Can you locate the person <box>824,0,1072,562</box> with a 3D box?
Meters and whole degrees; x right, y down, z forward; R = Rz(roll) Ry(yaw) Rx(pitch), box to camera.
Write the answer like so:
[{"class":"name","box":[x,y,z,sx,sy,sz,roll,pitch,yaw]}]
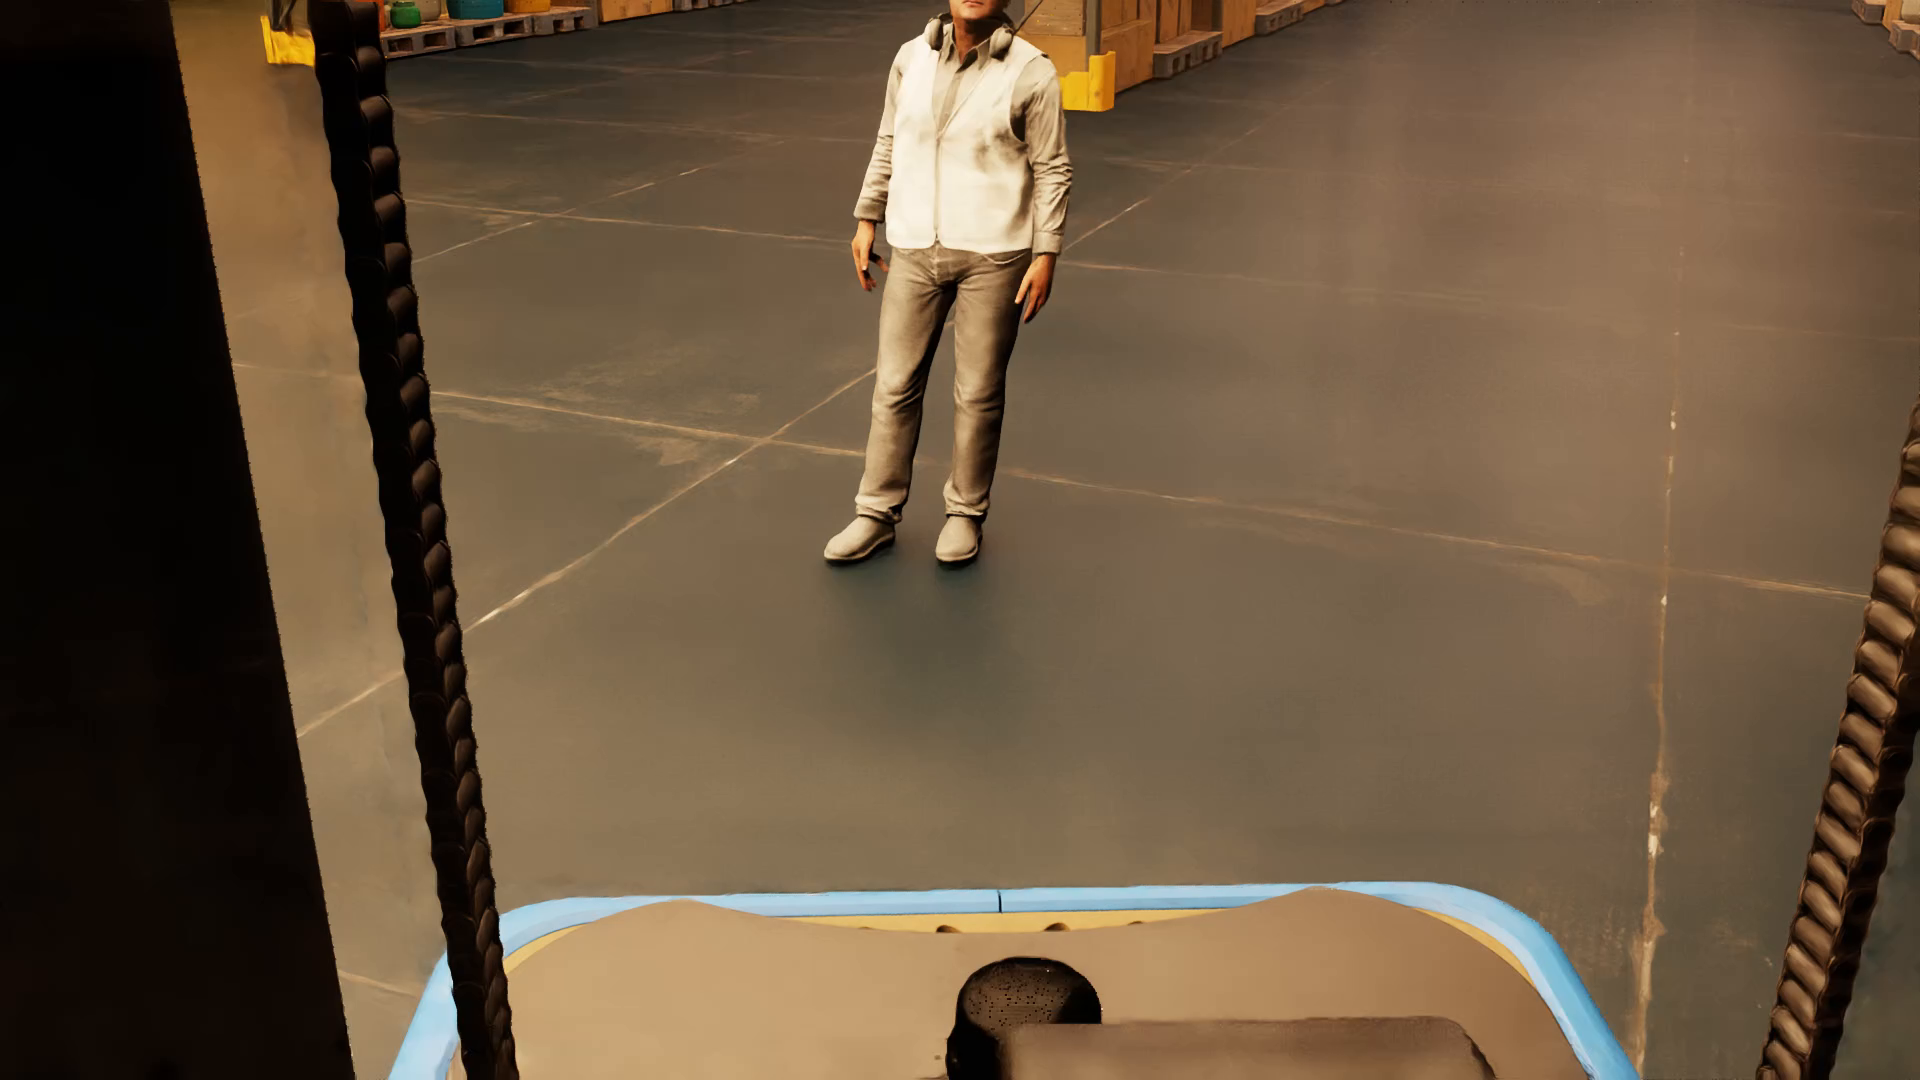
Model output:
[{"class":"person","box":[-0.031,-0.805,4.698,0.632,1.773,0.568,9,24,21]}]
